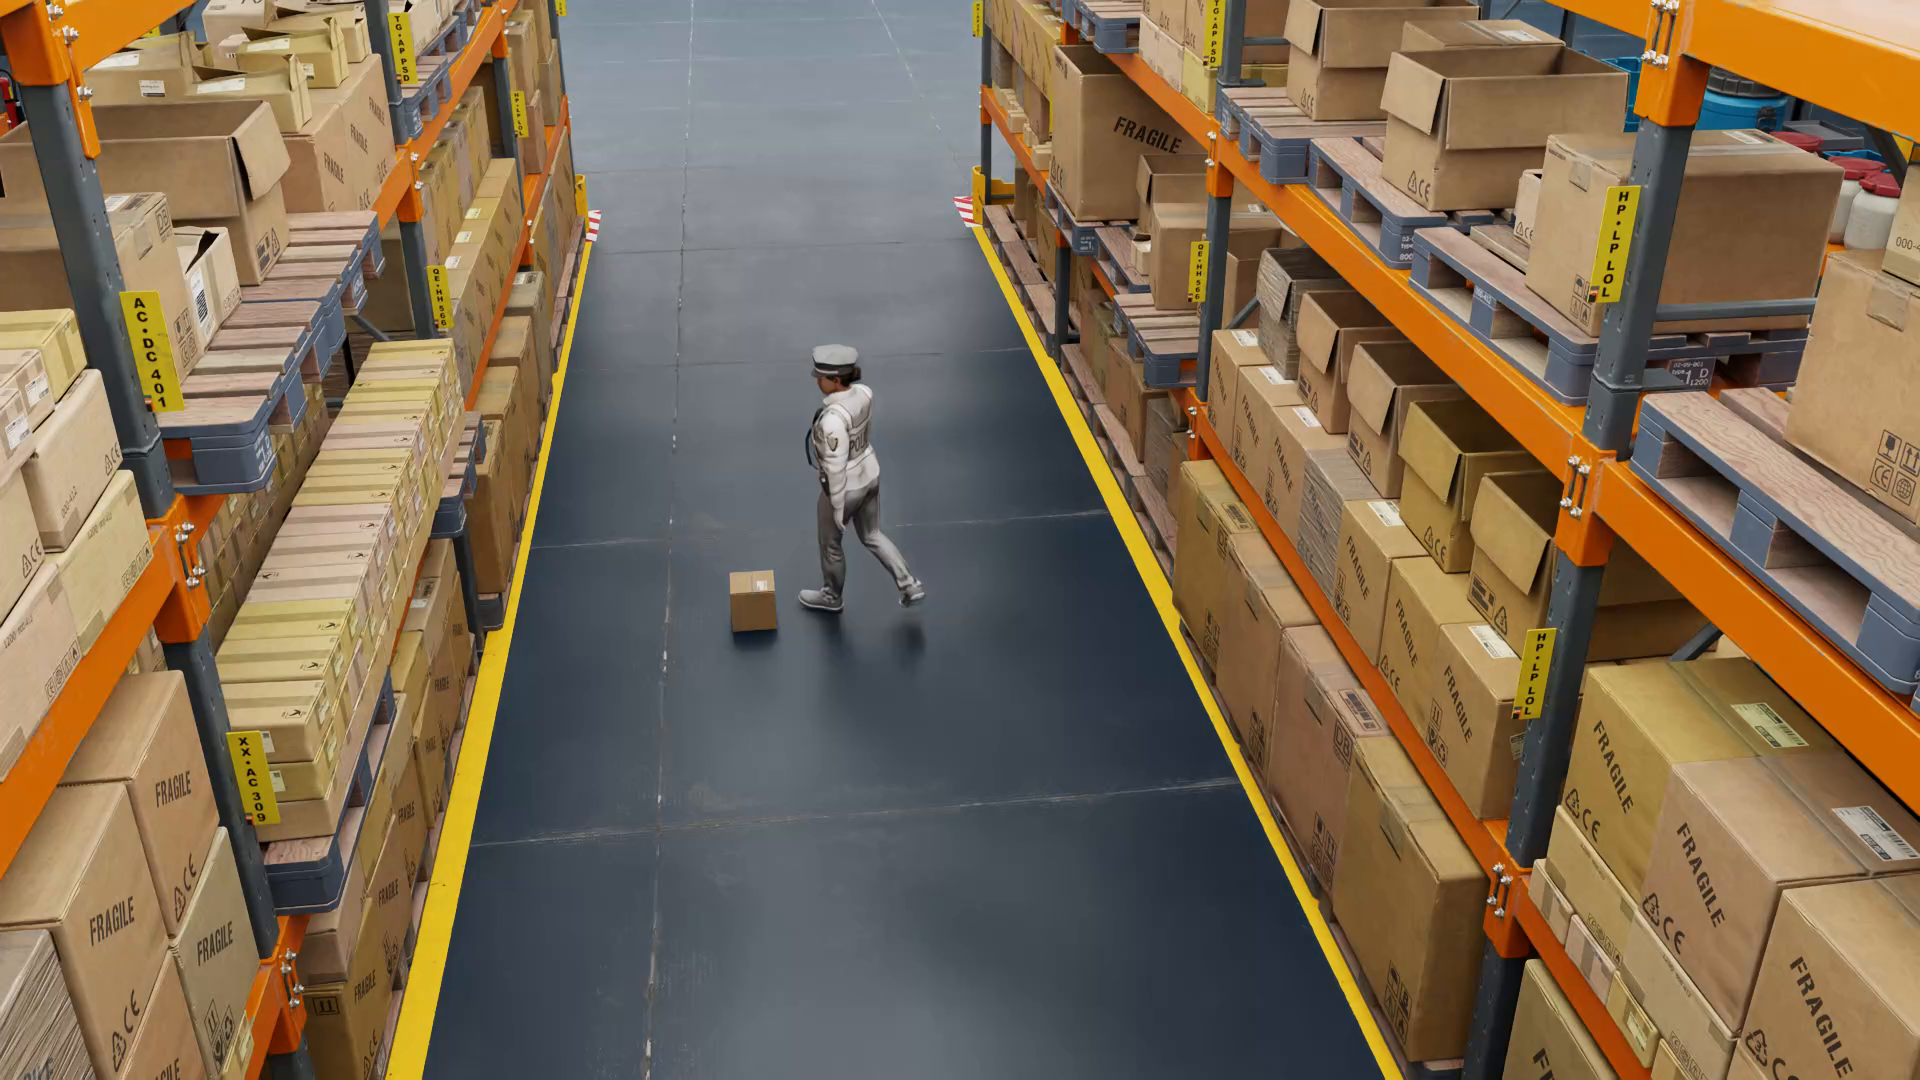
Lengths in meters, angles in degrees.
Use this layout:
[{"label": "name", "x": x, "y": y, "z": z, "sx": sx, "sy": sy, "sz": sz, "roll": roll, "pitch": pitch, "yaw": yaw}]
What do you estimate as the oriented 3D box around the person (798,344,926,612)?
[{"label": "person", "x": -0.572, "y": -0.296, "z": 9.178, "sx": 0.824, "sy": 1.643, "sz": 0.542, "roll": 13, "pitch": 30, "yaw": 24}]
